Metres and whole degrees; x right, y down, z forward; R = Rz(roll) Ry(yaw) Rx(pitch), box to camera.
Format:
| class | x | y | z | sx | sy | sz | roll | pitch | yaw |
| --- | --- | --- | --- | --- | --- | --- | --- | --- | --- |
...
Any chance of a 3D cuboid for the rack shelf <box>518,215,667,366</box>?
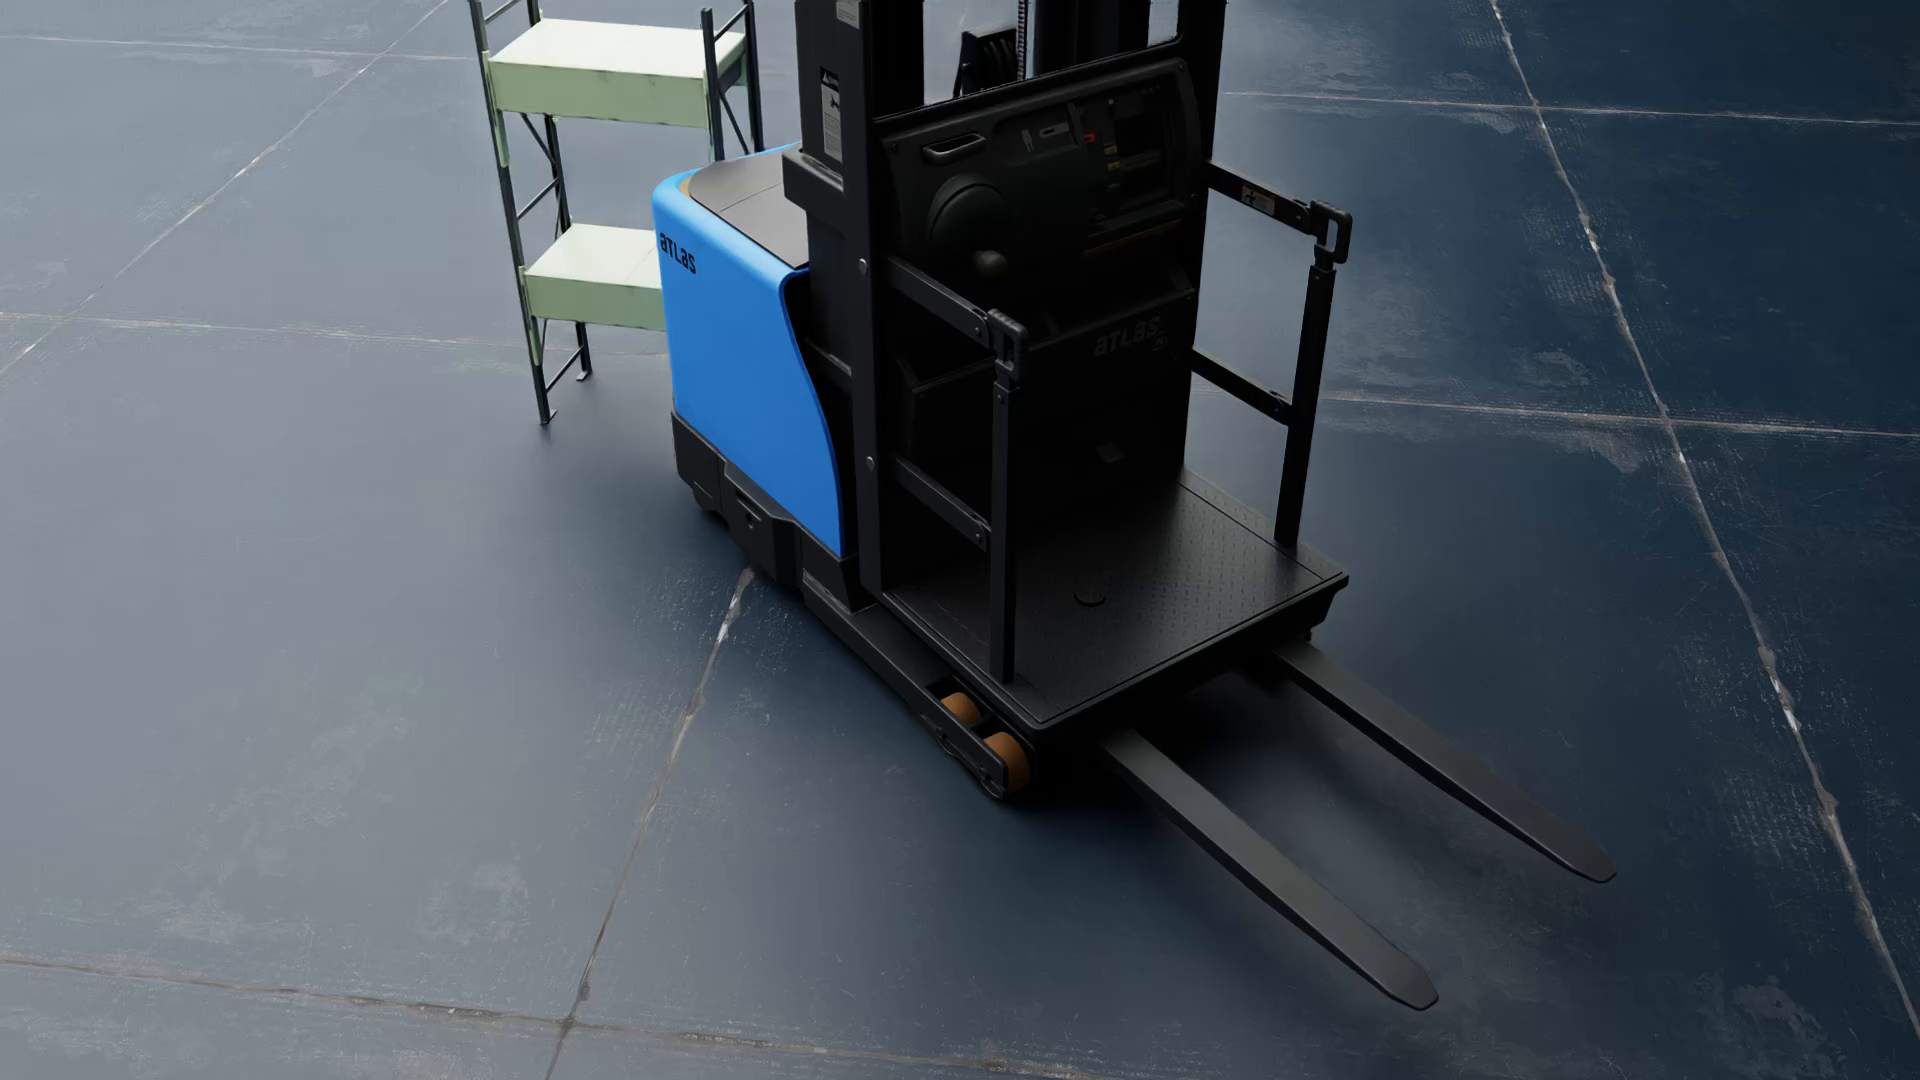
| class | x | y | z | sx | sy | sz | roll | pitch | yaw |
| --- | --- | --- | --- | --- | --- | --- | --- | --- | --- |
| rack shelf | -1.055 | -0.817 | 5.664 | 0.720 | 0.370 | 0.431 | 7 | 36 | 10 |

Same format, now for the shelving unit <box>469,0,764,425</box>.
| class | x | y | z | sx | sy | sz | roll | pitch | yaw |
| --- | --- | --- | --- | --- | --- | --- | --- | --- | --- |
| shelving unit | -1.055 | -1.082 | 5.475 | 0.755 | 1.500 | 0.431 | 7 | 36 | 10 |

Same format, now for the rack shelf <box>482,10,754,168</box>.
| class | x | y | z | sx | sy | sz | roll | pitch | yaw |
| --- | --- | --- | --- | --- | --- | --- | --- | --- | --- |
| rack shelf | -1.055 | -1.400 | 5.248 | 0.720 | 0.370 | 0.431 | 7 | 36 | 10 |

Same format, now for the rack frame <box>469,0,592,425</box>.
| class | x | y | z | sx | sy | sz | roll | pitch | yaw |
| --- | --- | --- | --- | --- | --- | --- | --- | --- | --- |
| rack frame | -1.412 | -1.129 | 5.540 | 0.023 | 1.500 | 0.400 | 7 | 36 | 10 |

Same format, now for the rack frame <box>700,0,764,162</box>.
| class | x | y | z | sx | sy | sz | roll | pitch | yaw |
| --- | --- | --- | --- | --- | --- | --- | --- | --- | --- |
| rack frame | -0.698 | -1.036 | 5.410 | 0.023 | 1.500 | 0.400 | 7 | 36 | 10 |

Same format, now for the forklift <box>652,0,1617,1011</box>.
| class | x | y | z | sx | sy | sz | roll | pitch | yaw |
| --- | --- | --- | --- | --- | --- | --- | --- | --- | --- |
| forklift | 0.347 | -0.850 | 3.918 | 1.130 | 2.935 | 3.031 | -23 | 41 | -29 |
